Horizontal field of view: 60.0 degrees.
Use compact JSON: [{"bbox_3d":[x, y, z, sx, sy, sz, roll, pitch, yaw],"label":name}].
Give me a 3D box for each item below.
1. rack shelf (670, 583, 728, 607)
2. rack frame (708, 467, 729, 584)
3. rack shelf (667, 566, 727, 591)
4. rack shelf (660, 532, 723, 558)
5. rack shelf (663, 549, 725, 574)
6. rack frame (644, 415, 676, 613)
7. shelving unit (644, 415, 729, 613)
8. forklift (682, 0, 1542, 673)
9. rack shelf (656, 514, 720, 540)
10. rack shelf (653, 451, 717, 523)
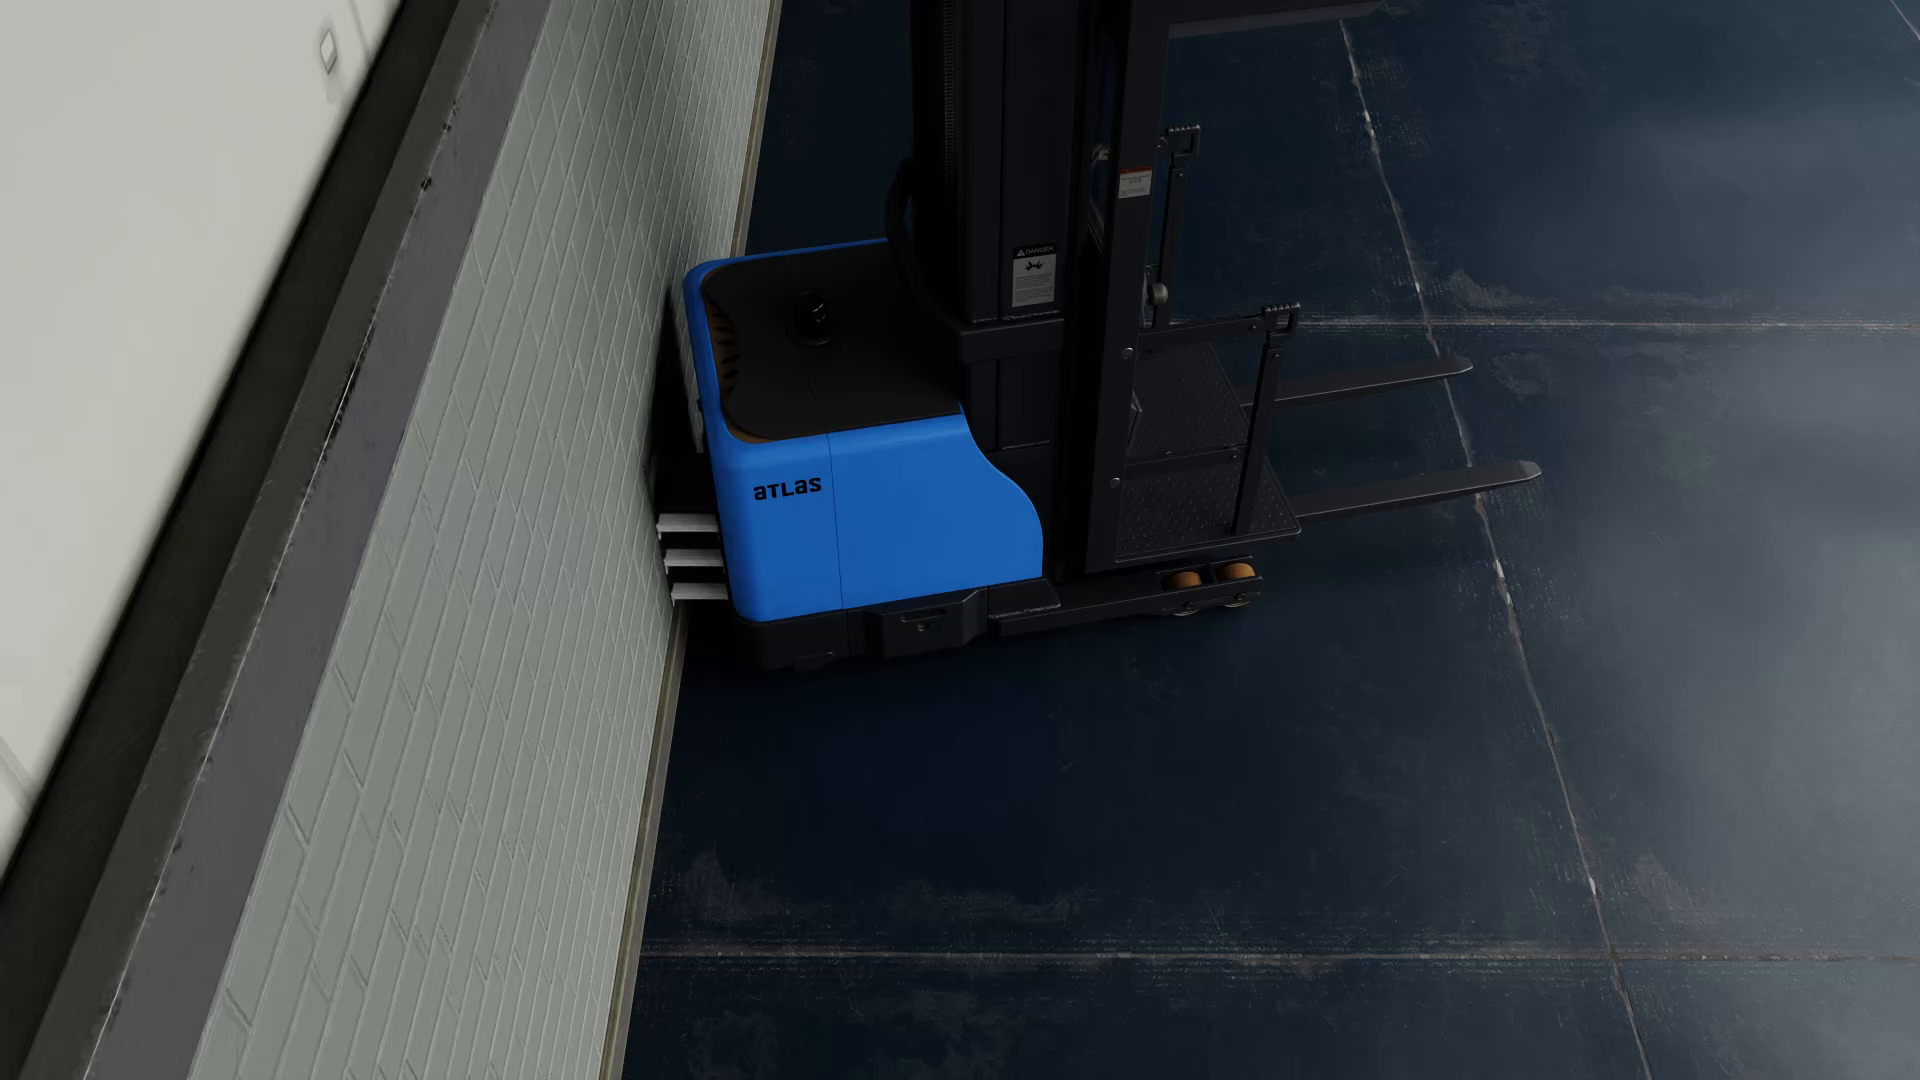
[{"bbox_3d":[-0.896,0.113,5.822,0.200,0.077,0.258,0,50,0],"label":"rack shelf"},{"bbox_3d":[-0.793,-0.024,5.659,0.006,0.900,0.240,0,50,0],"label":"rack frame"},{"bbox_3d":[-0.896,0.055,5.753,0.200,0.077,0.258,0,50,0],"label":"rack shelf"},{"bbox_3d":[-0.895,-0.061,5.615,0.200,0.077,0.258,0,50,0],"label":"rack shelf"},{"bbox_3d":[-0.895,-0.003,5.684,0.200,0.077,0.258,0,50,0],"label":"rack shelf"},{"bbox_3d":[-0.997,-0.024,5.658,0.006,0.900,0.240,0,50,0],"label":"rack frame"},{"bbox_3d":[-0.895,-0.024,5.658,0.210,0.900,0.258,0,50,0],"label":"shelving unit"},{"bbox_3d":[0.614,-1.097,5.268,3.031,2.935,1.130,-9,48,-8],"label":"forklift"},{"bbox_3d":[-0.894,-0.118,5.546,0.200,0.077,0.258,0,50,0],"label":"rack shelf"},{"bbox_3d":[-0.893,-0.176,5.477,0.200,0.077,0.258,0,50,0],"label":"rack shelf"}]
